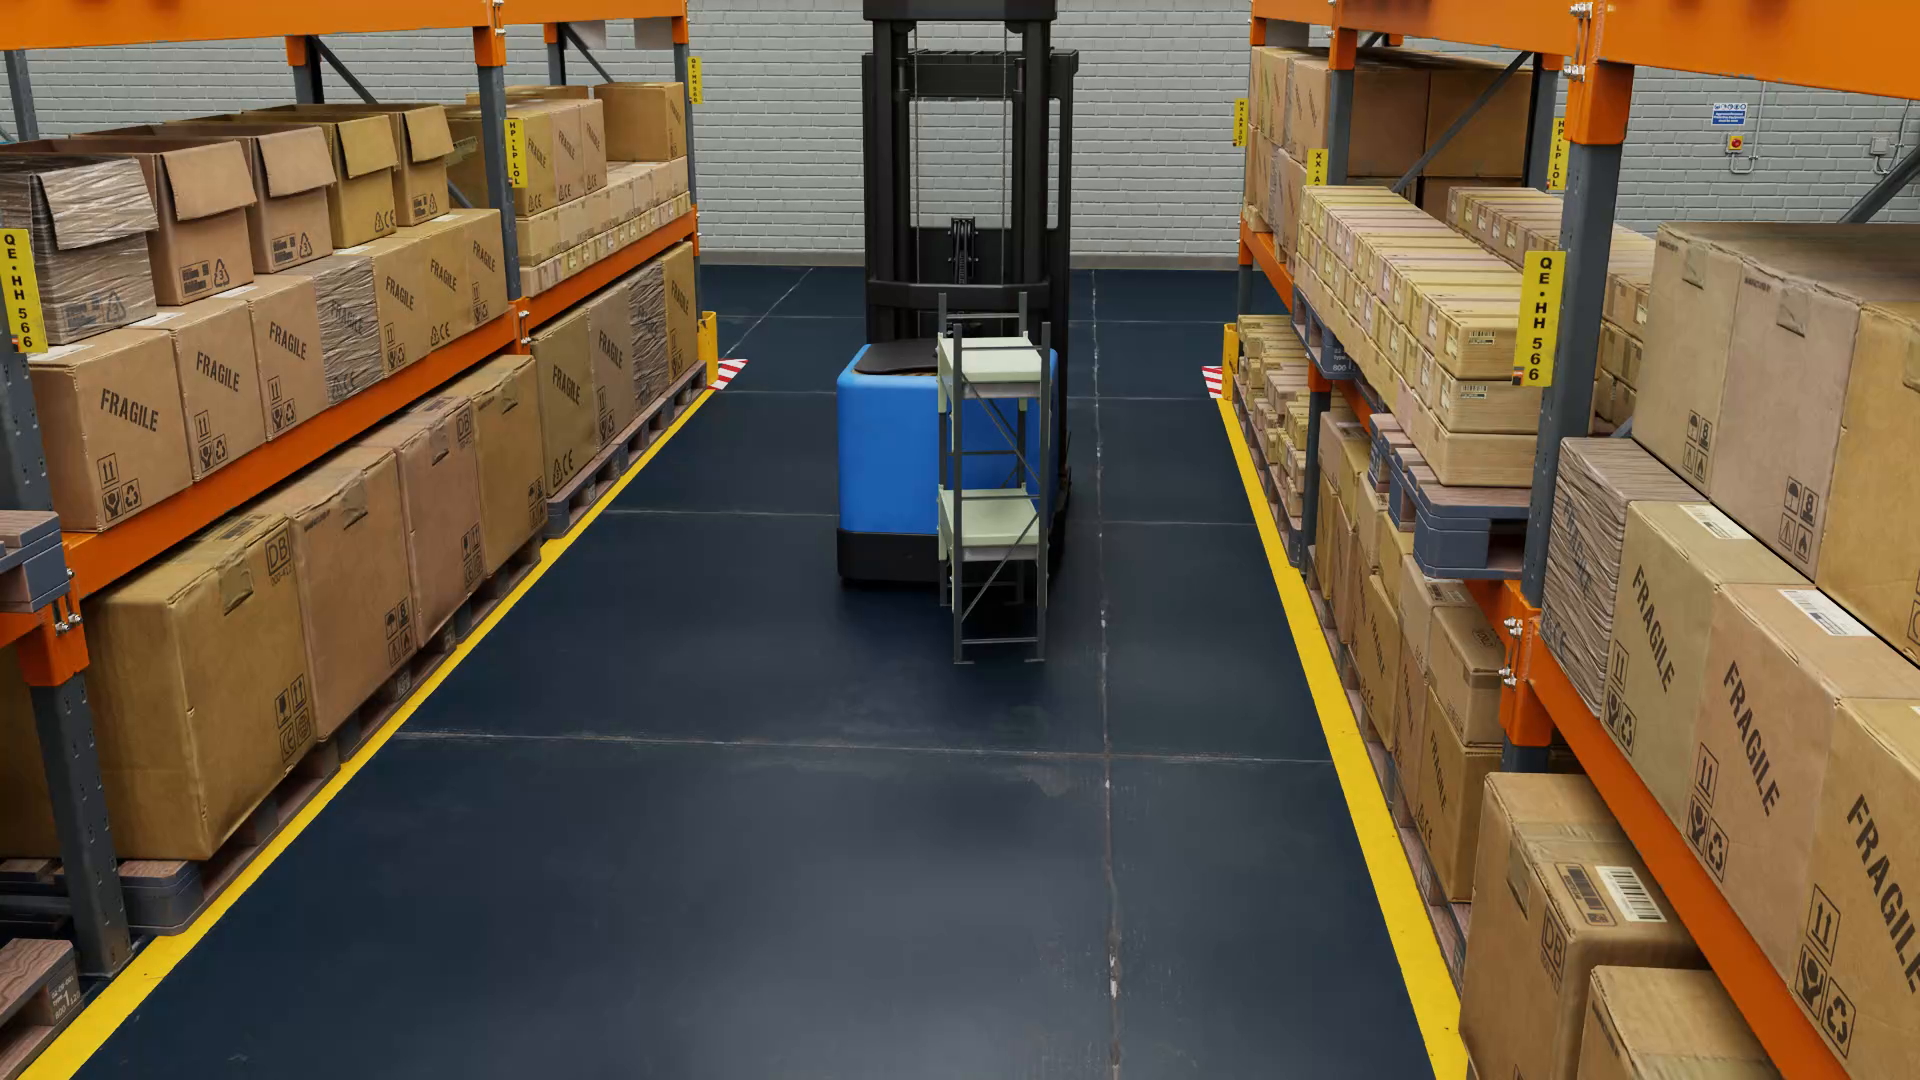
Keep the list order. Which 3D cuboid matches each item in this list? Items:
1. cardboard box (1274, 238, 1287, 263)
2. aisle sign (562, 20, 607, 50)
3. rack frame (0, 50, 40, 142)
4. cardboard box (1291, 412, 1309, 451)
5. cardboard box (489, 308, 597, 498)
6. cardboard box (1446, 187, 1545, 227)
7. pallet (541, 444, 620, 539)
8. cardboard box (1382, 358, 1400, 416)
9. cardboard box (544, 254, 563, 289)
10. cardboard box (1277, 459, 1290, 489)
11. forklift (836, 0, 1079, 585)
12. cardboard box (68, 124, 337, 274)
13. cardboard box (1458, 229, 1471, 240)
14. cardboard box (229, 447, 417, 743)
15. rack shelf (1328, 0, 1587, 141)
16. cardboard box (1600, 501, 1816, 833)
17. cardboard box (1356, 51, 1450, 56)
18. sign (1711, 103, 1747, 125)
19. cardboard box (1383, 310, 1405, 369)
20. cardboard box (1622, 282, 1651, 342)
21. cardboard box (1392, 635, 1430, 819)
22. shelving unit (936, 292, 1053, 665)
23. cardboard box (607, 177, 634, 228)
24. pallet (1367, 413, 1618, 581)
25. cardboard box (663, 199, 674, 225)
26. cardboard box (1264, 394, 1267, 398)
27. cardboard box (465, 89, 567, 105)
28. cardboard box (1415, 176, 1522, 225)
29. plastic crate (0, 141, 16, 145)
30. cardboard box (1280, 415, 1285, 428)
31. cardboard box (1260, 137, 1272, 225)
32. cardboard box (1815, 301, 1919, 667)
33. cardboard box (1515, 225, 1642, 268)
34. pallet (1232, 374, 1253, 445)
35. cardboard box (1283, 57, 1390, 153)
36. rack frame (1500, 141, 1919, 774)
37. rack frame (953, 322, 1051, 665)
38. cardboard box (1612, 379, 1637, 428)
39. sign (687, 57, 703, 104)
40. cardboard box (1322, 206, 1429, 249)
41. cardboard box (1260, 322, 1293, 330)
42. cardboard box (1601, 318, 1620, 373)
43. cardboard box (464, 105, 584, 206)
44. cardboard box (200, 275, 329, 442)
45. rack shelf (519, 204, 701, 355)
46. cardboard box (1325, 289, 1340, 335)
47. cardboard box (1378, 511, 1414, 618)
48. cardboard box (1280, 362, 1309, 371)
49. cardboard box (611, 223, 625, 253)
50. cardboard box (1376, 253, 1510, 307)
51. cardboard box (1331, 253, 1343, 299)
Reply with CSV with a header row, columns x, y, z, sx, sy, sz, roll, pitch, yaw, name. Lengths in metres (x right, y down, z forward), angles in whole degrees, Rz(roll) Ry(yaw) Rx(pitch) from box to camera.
x,y,z,sx,sy,sz,roll,pitch,yaw,name
2.045,-1.710,9.728,0.380,0.149,0.250,2,18,5,cardboard box
-2.729,-3.897,11.824,0.394,0.787,0.004,1,18,4,aisle sign
-7.376,-2.743,12.478,1.000,3.000,0.127,1,18,4,rack frame
1.963,-0.572,8.801,0.380,0.149,0.250,2,18,5,cardboard box
-2.595,-0.783,9.235,0.875,0.875,0.875,1,18,4,cardboard box
2.384,-1.482,7.403,0.380,0.149,0.250,2,18,6,cardboard box
-2.590,-0.300,9.499,1.003,0.211,1.213,1,18,4,pallet
1.567,-0.484,5.312,0.380,0.149,0.250,1,18,3,cardboard box
-2.350,-1.437,8.895,0.380,0.149,0.250,1,18,2,cardboard box
1.963,-0.385,9.184,0.380,0.149,0.250,1,18,2,cardboard box
0.065,-1.588,9.062,1.130,2.935,3.031,2,18,6,forklift
-2.849,-1.310,6.331,0.797,0.503,0.637,2,18,6,cardboard box
2.369,-1.260,7.202,0.380,0.149,0.250,1,18,4,cardboard box
-2.867,0.172,6.320,1.225,0.875,0.875,1,18,4,cardboard box
2.075,-1.711,5.665,1.077,0.370,4.000,1,18,4,rack shelf
1.596,0.238,3.219,0.500,0.500,0.500,1,18,3,cardboard box
2.655,-2.688,10.065,0.500,0.500,0.500,2,18,7,cardboard box
7.786,-4.312,16.831,0.327,0.218,0.001,1,18,4,sign
1.565,-0.633,5.290,0.380,0.149,0.250,1,18,4,cardboard box
2.196,-0.668,4.917,0.380,0.149,0.250,1,18,4,cardboard box
1.759,0.611,5.581,0.500,0.500,0.500,2,18,6,cardboard box
0.138,-0.289,7.395,0.431,1.500,0.755,-2,18,-5,shelving unit
-2.312,-2.069,10.183,0.500,0.250,0.500,1,18,4,cardboard box
1.876,-0.139,4.837,1.213,0.211,1.003,1,18,4,pallet
-2.169,-2.236,11.334,0.380,0.149,0.250,1,18,4,cardboard box
2.149,-0.861,10.638,0.380,0.149,0.250,1,18,4,cardboard box
-2.806,-2.600,10.599,0.500,0.500,0.500,1,18,2,cardboard box
2.505,-1.585,8.306,0.500,0.500,0.500,1,18,3,cardboard box
-7.213,-2.680,12.133,0.616,0.435,0.499,1,18,4,plastic crate
2.047,-0.663,9.554,0.380,0.149,0.250,2,18,5,cardboard box
2.136,-2.228,10.266,0.500,0.500,0.500,2,18,5,cardboard box
1.820,-0.073,2.562,0.700,0.500,0.500,1,18,3,cardboard box
2.290,-1.077,6.167,0.380,0.149,0.250,0,18,1,cardboard box
2.406,-0.890,11.301,1.003,0.211,1.213,1,18,4,pallet
2.064,-2.384,9.136,0.500,0.500,0.500,2,18,5,cardboard box
1.931,-0.006,4.124,1.000,3.000,0.127,1,18,4,rack frame
0.172,-0.175,7.049,0.400,1.500,0.023,-2,18,-5,rack frame
2.203,-0.388,5.018,0.380,0.149,0.250,2,18,7,cardboard box
-1.895,-3.279,11.873,0.100,0.325,0.005,1,18,4,sign
1.676,-1.255,6.710,0.380,0.149,0.250,1,18,3,cardboard box
2.228,-1.375,11.250,0.380,0.149,0.250,2,18,5,cardboard box
2.217,-0.619,5.245,0.380,0.149,0.250,1,18,4,cardboard box
-2.390,-2.113,9.112,0.500,0.500,0.500,1,18,4,cardboard box
-2.635,-0.660,5.959,0.500,0.500,0.500,1,18,3,cardboard box
-2.579,-1.670,10.357,1.077,0.370,4.000,1,18,4,rack shelf
1.658,-0.896,6.568,0.380,0.149,0.250,0,18,1,cardboard box
1.796,0.093,5.957,0.500,0.250,0.500,2,18,5,cardboard box
2.131,-0.974,10.026,0.380,0.149,0.250,1,18,4,cardboard box
-2.259,-1.840,10.123,0.380,0.149,0.250,1,18,2,cardboard box
1.587,-0.848,5.468,0.380,0.149,0.250,1,18,4,cardboard box
1.661,-1.032,6.508,0.380,0.149,0.250,2,18,6,cardboard box
